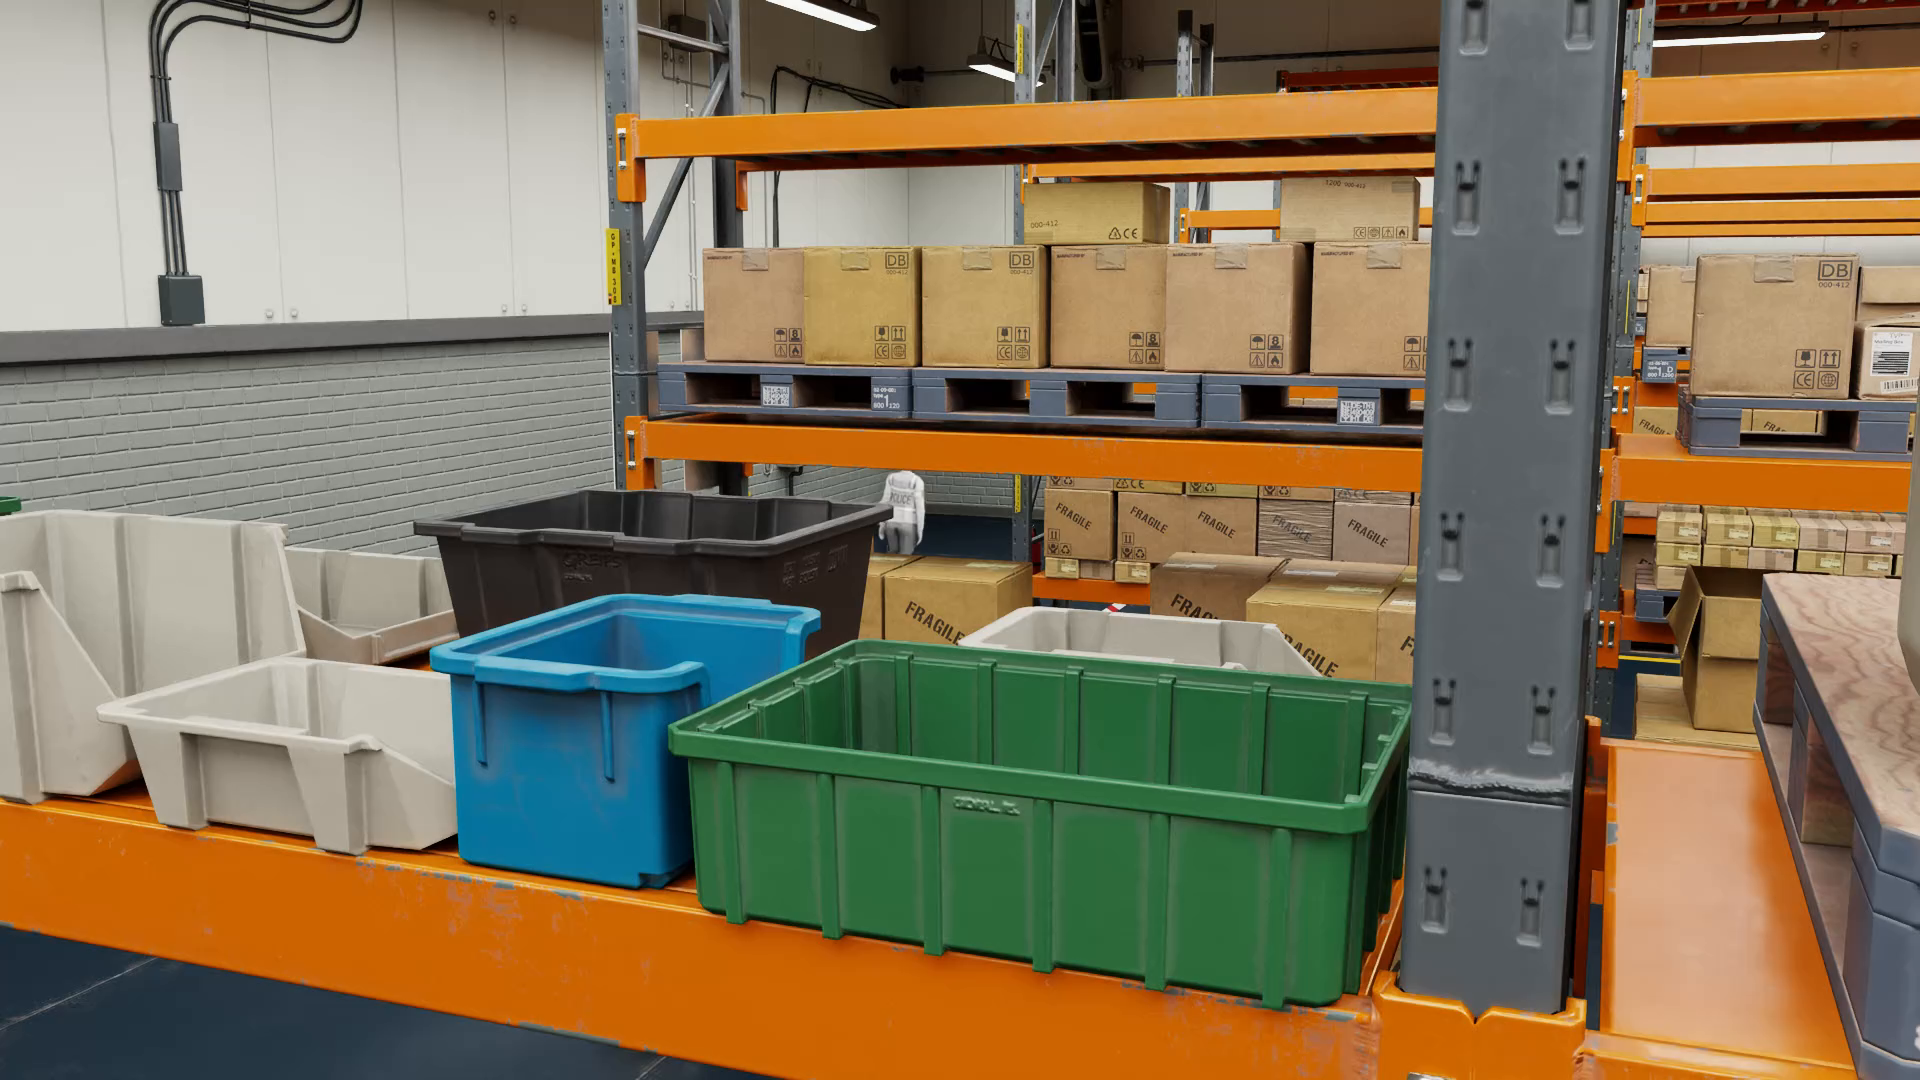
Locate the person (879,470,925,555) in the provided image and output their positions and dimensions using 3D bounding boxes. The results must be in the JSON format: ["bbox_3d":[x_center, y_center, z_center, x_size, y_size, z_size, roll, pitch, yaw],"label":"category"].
[{"bbox_3d":[-0.619,-0.132,17.595,0.526,1.669,0.456,5,10,28],"label":"person"}]
